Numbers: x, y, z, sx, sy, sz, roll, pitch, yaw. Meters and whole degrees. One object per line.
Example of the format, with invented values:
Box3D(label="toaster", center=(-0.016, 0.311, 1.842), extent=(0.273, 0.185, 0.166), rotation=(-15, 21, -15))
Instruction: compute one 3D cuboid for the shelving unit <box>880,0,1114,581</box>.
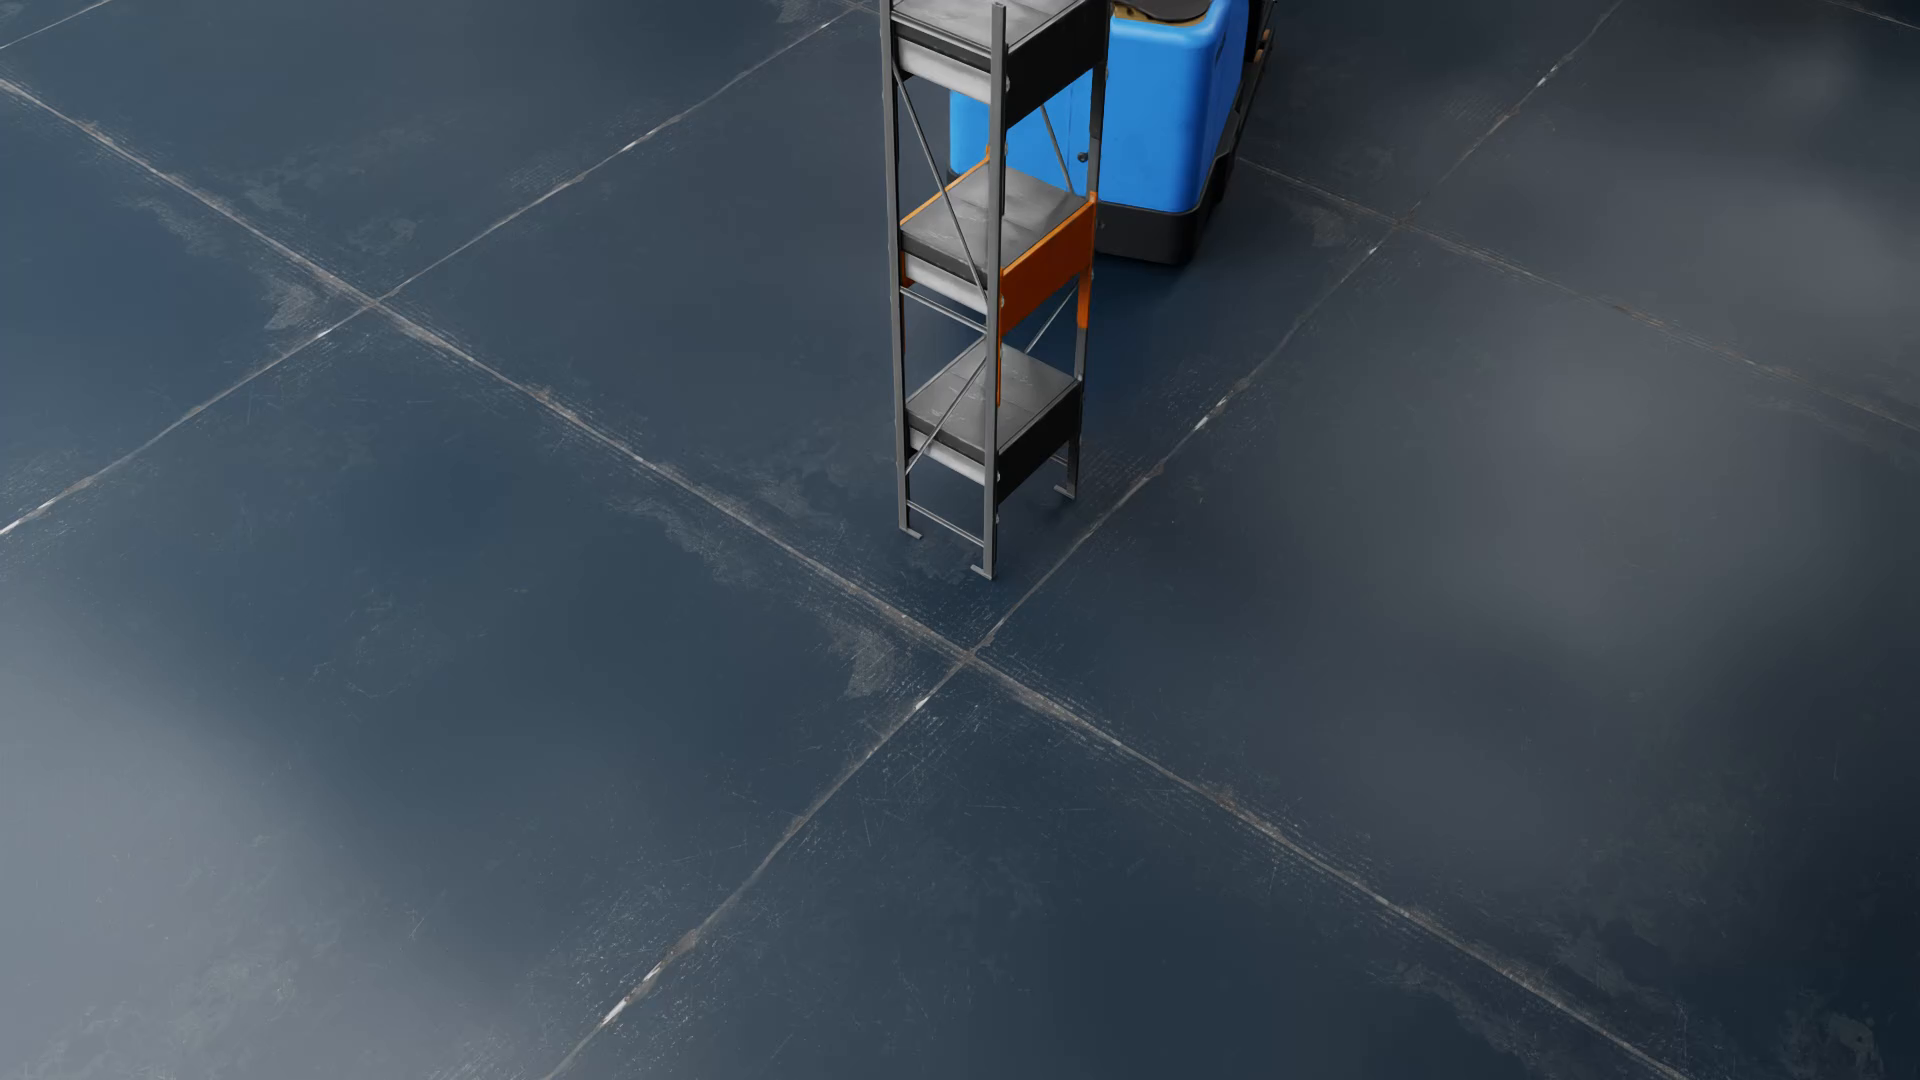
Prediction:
Box3D(label="shelving unit", center=(0.101, -0.820, 5.081), extent=(0.431, 2.100, 0.503), rotation=(29, 53, 25))

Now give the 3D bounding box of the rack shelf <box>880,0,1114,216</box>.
Box3D(label="rack shelf", center=(0.101, -1.294, 4.585), extent=(0.431, 0.518, 0.480), rotation=(29, 53, 25))

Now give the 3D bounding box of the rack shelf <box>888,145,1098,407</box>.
Box3D(label="rack shelf", center=(0.101, -0.811, 5.091), extent=(0.431, 0.518, 0.480), rotation=(29, 53, 25))

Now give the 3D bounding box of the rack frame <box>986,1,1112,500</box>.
Box3D(label="rack frame", center=(0.250, -0.960, 5.215), extent=(0.400, 2.100, 0.015), rotation=(29, 53, 25))

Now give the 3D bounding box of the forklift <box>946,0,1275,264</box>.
Box3D(label="forklift", center=(0.861, -3.214, 6.793), extent=(1.130, 2.935, 3.031), rotation=(12, 48, 12))

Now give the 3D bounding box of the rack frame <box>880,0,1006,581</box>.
Box3D(label="rack frame", center=(-0.048, -0.680, 4.948), extent=(0.400, 2.100, 0.015), rotation=(29, 53, 25))

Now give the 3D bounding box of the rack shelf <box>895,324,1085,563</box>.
Box3D(label="rack shelf", center=(0.101, -0.327, 5.597), extent=(0.431, 0.518, 0.480), rotation=(29, 53, 25))
